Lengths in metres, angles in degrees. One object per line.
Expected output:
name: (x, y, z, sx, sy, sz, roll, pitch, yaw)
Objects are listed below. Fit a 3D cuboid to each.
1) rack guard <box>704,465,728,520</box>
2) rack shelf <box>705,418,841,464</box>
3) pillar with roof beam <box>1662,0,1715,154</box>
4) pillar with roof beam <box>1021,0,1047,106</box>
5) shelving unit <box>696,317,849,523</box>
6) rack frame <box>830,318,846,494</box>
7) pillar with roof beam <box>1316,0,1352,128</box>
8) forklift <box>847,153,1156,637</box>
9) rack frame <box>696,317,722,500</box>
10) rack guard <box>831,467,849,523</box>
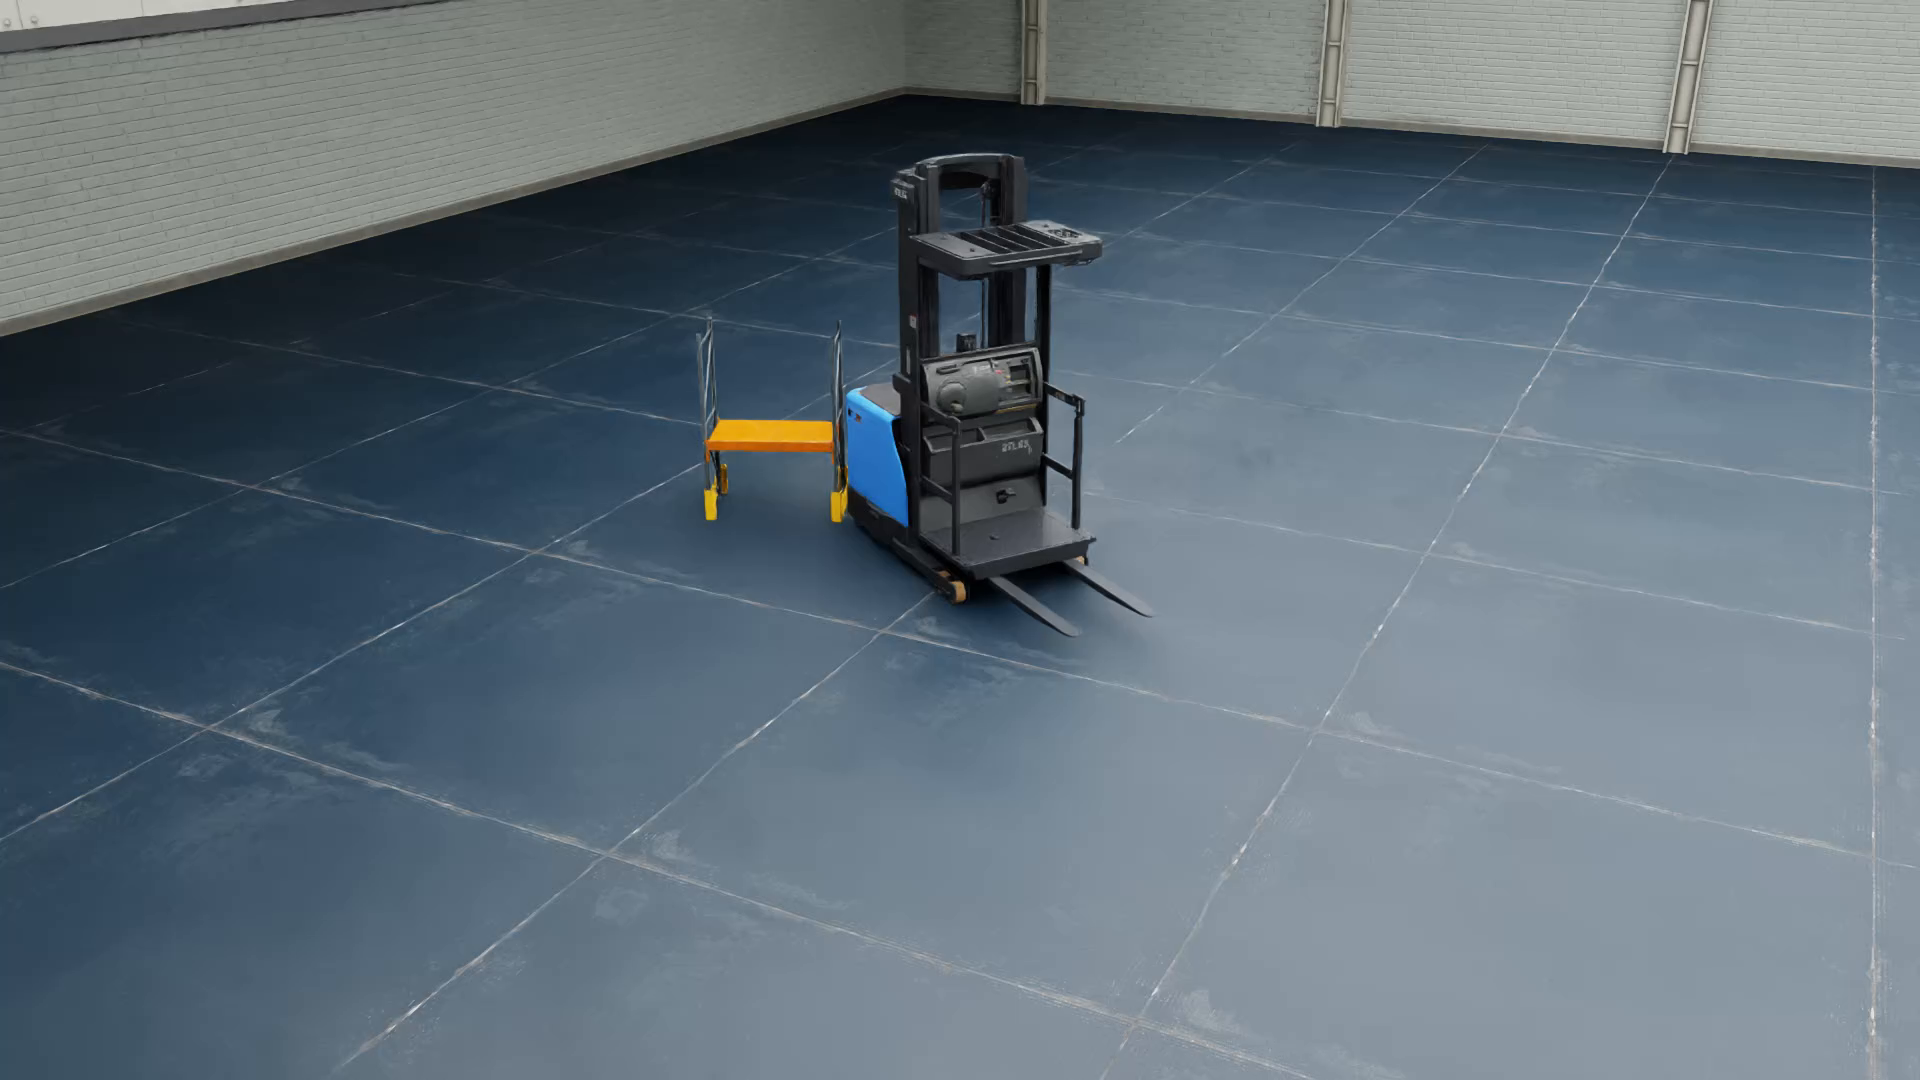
rack guard: (-1.953, -0.385, 13.336, 0.087, 0.250, 0.587, 1, 23, 2)
rack shelf: (-1.465, -0.786, 13.141, 1.000, 0.185, 0.538, 1, 23, 2)
pillar with roof beam: (10.221, -9.233, 22.961, 0.400, 9.000, 9.100, 11, 25, 25)
pillar with roof beam: (-0.488, -11.352, 27.944, 0.400, 9.000, 9.100, 11, 25, 25)
shelving unit: (-1.455, -0.951, 13.070, 1.083, 1.500, 0.587, 1, 23, 2)
rack frame: (-0.957, -0.943, 13.050, 0.032, 1.500, 0.500, 1, 23, 2)
pillar with roof beam: (4.867, -10.292, 25.453, 0.400, 9.000, 9.100, 11, 25, 25)
forklift: (0.274, -1.101, 11.594, 1.130, 2.935, 3.031, -12, 26, -27)
rack frame: (-1.972, -0.960, 13.092, 0.032, 1.500, 0.500, 1, 23, 2)
rack guard: (-0.958, -0.367, 13.295, 0.087, 0.250, 0.587, 1, 23, 2)
